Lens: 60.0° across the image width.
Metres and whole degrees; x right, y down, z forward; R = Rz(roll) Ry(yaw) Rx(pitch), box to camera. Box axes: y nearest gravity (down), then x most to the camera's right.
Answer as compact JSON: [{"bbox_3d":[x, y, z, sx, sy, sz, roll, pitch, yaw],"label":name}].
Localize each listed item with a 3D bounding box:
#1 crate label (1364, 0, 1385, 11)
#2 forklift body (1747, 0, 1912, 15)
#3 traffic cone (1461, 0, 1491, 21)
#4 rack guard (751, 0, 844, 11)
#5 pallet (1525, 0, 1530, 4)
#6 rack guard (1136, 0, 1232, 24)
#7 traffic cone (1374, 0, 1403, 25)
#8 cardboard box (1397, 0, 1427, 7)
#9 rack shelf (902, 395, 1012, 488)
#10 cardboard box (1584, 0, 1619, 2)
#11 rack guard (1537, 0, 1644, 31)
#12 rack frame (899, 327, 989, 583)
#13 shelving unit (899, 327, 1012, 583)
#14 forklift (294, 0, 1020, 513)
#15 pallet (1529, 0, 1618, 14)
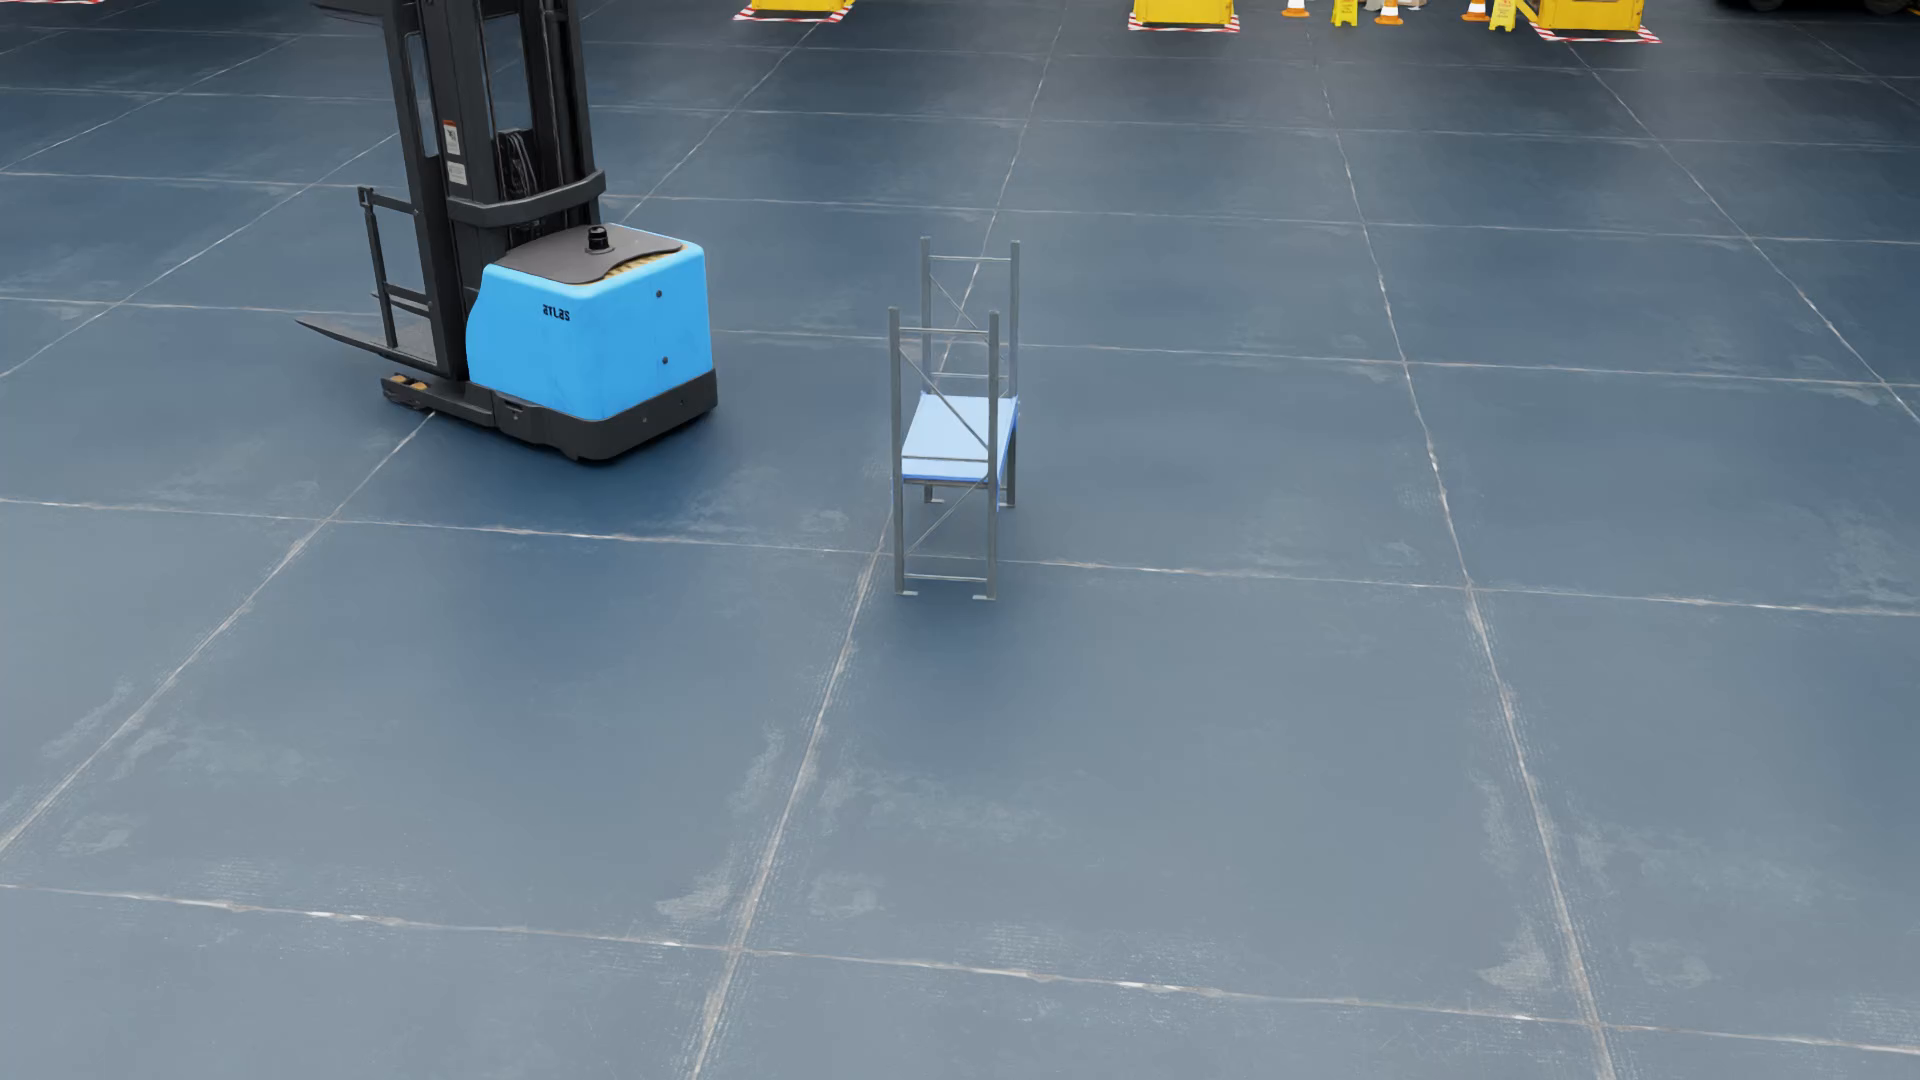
[{"bbox_3d":[5.388,-6.905,21.422,0.250,0.136,0.298,-11,30,-20],"label":"crate label"},{"bbox_3d":[-2.093,-9.788,24.650,29.396,2.155,5.688,3,28,6],"label":"forklift body"},{"bbox_3d":[6.496,-6.770,20.828,0.336,0.463,0.334,3,28,6],"label":"traffic cone"},{"bbox_3d":[-2.102,-7.121,21.440,1.175,0.500,0.348,3,28,6],"label":"rack guard"},{"bbox_3d":[8.020,-7.371,22.209,1.003,0.211,1.213,3,28,6],"label":"pallet"},{"bbox_3d":[2.796,-6.738,20.729,1.175,0.500,0.348,3,28,6],"label":"rack guard"},{"bbox_3d":[5.353,-6.674,20.651,0.336,0.463,0.334,3,28,6],"label":"traffic cone"},{"bbox_3d":[5.880,-7.088,21.751,0.380,0.149,0.250,20,34,32],"label":"cardboard box"},{"bbox_3d":[-0.010,-0.505,8.382,0.459,0.062,0.952,3,28,6],"label":"rack shelf"},{"bbox_3d":[8.097,-6.947,20.939,0.507,0.250,0.507,4,29,6],"label":"cardboard box"},{"bbox_3d":[7.733,-6.545,20.371,1.175,0.500,0.348,3,28,6],"label":"rack guard"},{"bbox_3d":[-0.071,-0.381,7.875,0.475,1.308,0.013,3,28,6],"label":"rack frame"},{"bbox_3d":[-0.011,-0.611,8.303,0.475,1.308,0.991,3,28,6],"label":"shelving unit"},{"bbox_3d":[-3.531,-5.372,14.927,15.967,3.598,10.324,18,33,30],"label":"forklift"},{"bbox_3d":[7.868,-6.798,21.146,1.003,0.211,1.213,3,28,6],"label":"pallet"}]
